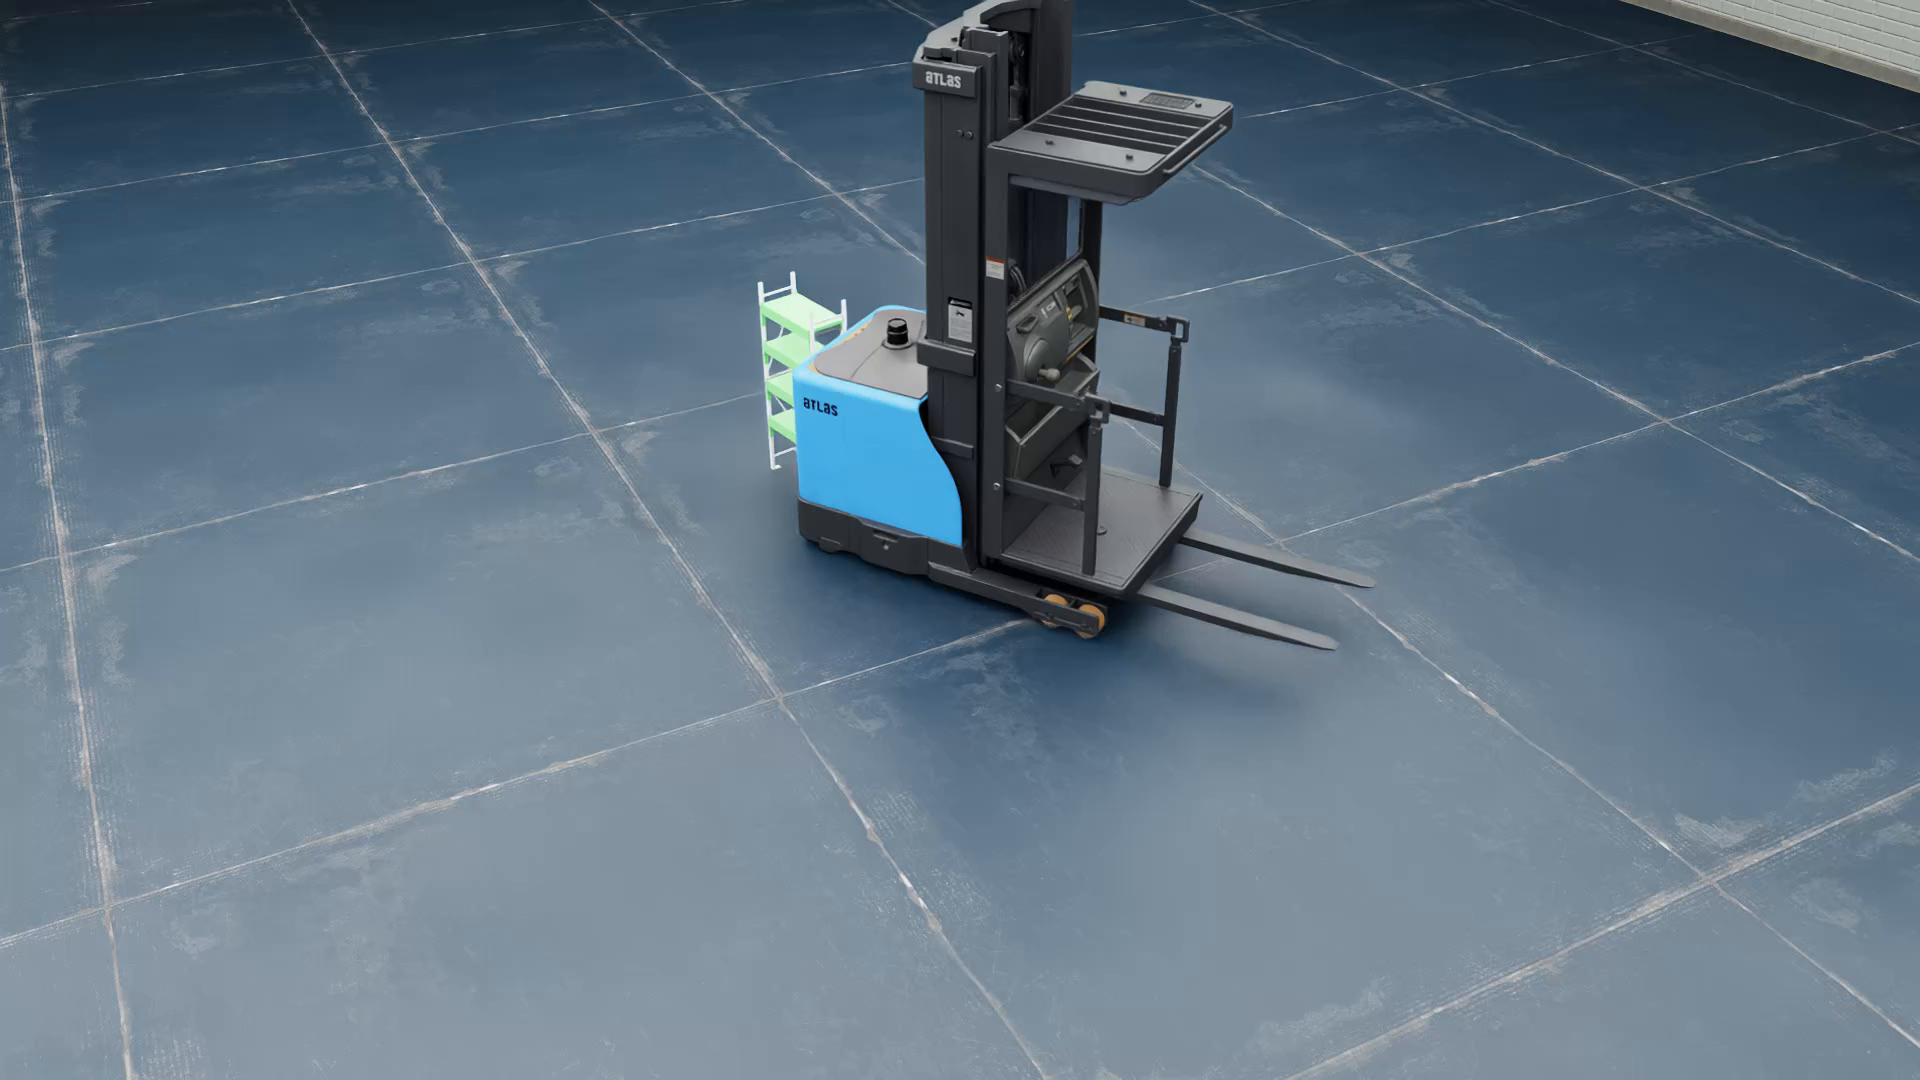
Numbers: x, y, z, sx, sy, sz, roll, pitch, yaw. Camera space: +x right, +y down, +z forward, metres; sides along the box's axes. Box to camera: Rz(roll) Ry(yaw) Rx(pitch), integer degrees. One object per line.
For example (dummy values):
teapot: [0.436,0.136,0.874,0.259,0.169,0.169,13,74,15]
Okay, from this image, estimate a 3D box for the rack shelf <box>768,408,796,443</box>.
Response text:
rack shelf: [-0.876,-0.612,9.675,0.258,0.148,0.480,-24,40,-32]

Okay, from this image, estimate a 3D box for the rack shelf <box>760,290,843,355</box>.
rack shelf: [-0.876,-1.218,9.286,0.258,0.148,0.480,-24,40,-32]

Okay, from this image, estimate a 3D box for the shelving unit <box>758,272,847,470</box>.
shelving unit: [-0.876,-0.868,9.511,0.258,1.200,0.503,-24,40,-32]

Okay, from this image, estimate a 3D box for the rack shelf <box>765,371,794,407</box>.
rack shelf: [-0.876,-0.814,9.545,0.258,0.148,0.480,-24,40,-32]

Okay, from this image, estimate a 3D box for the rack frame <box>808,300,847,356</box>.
rack frame: [-0.721,-0.766,9.352,0.240,1.200,0.015,-24,40,-32]

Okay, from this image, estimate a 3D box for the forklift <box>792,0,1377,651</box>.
forklift: [0.647,-1.064,8.212,3.031,2.935,1.130,16,36,24]

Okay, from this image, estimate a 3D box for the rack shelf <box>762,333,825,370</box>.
rack shelf: [-0.876,-1.016,9.416,0.258,0.148,0.480,-24,40,-32]

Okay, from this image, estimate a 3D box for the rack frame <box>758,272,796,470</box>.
rack frame: [-1.031,-0.969,9.669,0.240,1.200,0.015,-24,40,-32]
